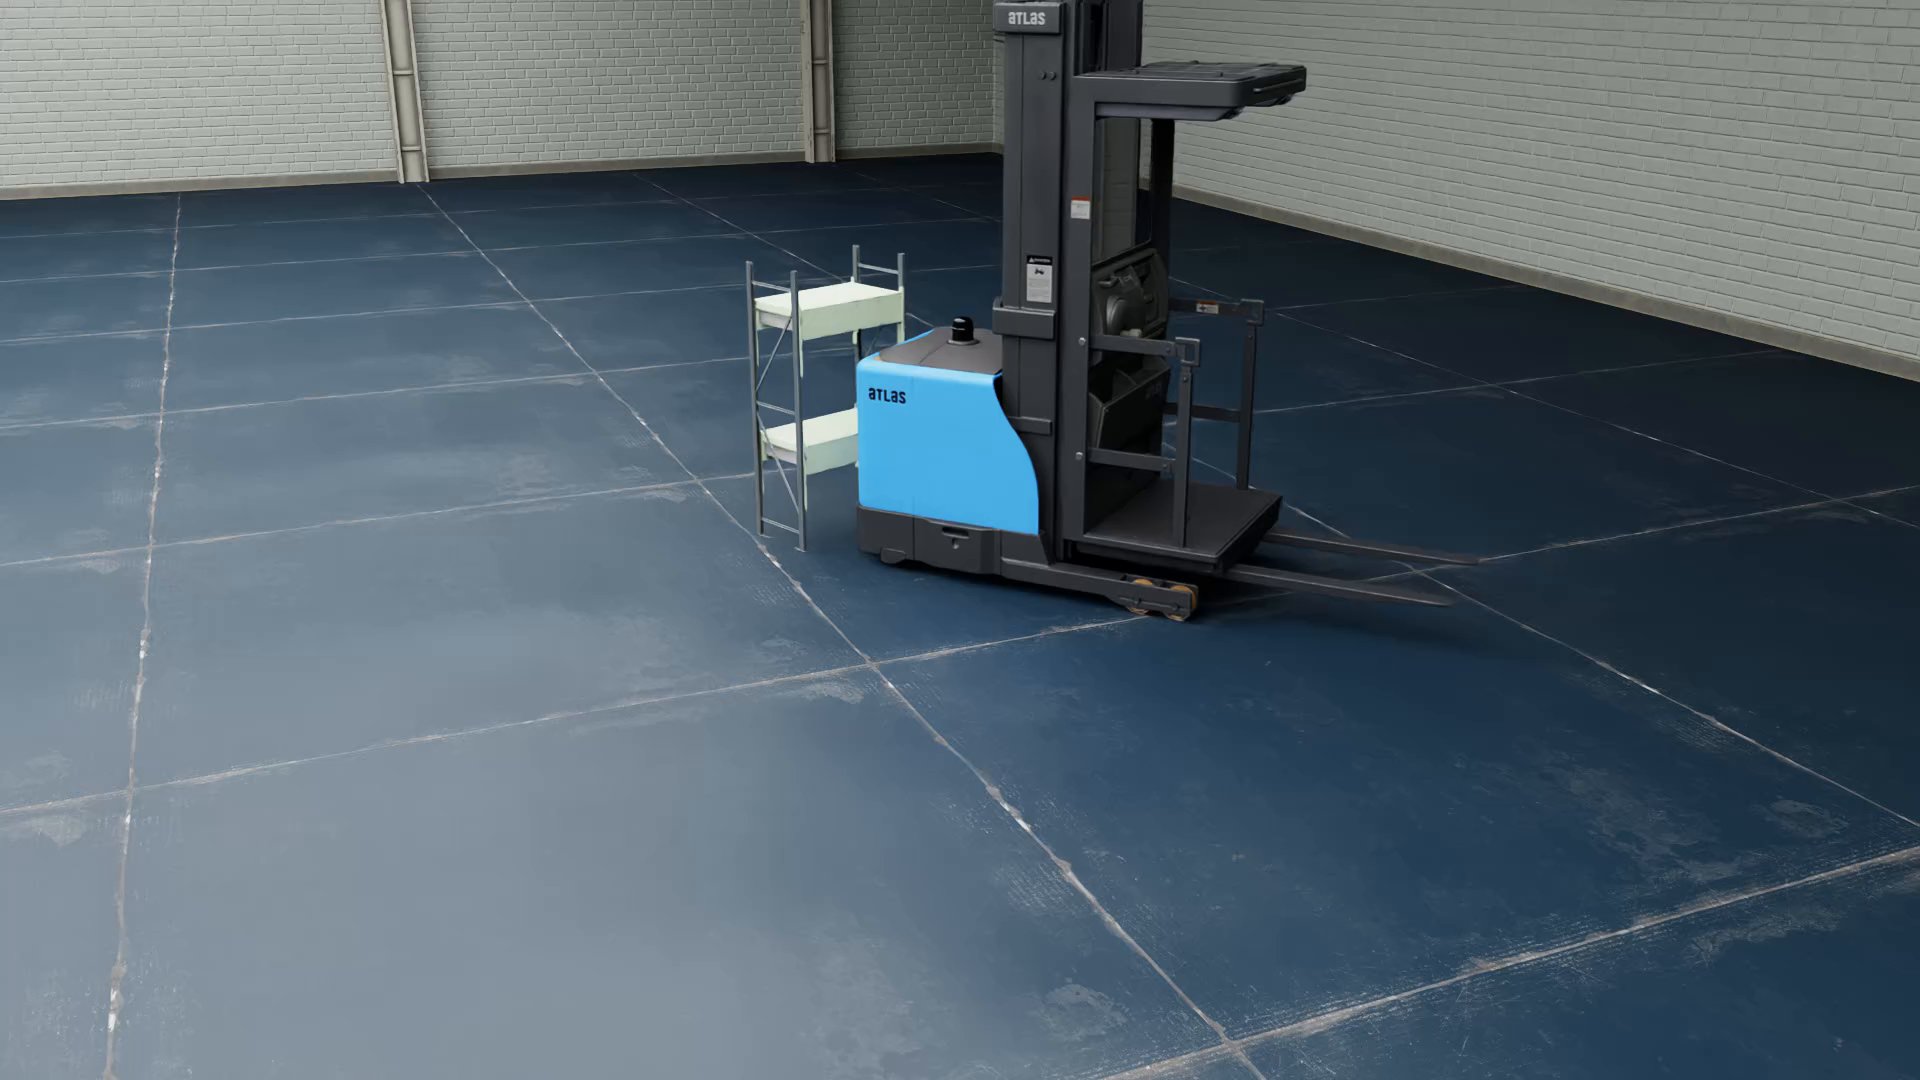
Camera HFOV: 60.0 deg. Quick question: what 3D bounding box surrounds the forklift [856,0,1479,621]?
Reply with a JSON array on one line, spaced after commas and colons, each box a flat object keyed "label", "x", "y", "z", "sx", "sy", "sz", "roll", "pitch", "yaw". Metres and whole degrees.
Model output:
[{"label": "forklift", "x": 1.015, "y": -1.199, "z": 8.013, "sx": 3.031, "sy": 2.935, "sz": 1.130, "roll": 9, "pitch": 21, "yaw": 25}]

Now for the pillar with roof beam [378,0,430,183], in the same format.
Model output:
[{"label": "pillar with roof beam", "x": -5.951, "y": -7.962, "z": 18.086, "sx": 0.400, "sy": 9.000, "sz": 9.100, "roll": -8, "pitch": 21, "yaw": -22}]

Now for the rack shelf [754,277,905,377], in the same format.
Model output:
[{"label": "rack shelf", "x": -0.700, "y": -1.139, "z": 8.824, "sx": 0.720, "sy": 0.370, "sz": 0.431, "roll": -18, "pitch": 26, "yaw": -41}]

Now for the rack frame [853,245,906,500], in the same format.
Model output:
[{"label": "rack frame", "x": -0.439, "y": -0.857, "z": 9.196, "sx": 0.023, "sy": 1.500, "sz": 0.400, "roll": -18, "pitch": 26, "yaw": -41}]

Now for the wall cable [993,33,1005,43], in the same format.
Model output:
[{"label": "wall cable", "x": 1.082, "y": -8.584, "z": 24.528, "sx": 0.112, "sy": 2.526, "sz": 3.097, "roll": -8, "pitch": 21, "yaw": -22}]

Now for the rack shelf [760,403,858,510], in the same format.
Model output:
[{"label": "rack shelf", "x": -0.700, "y": -0.464, "z": 9.062, "sx": 0.720, "sy": 0.370, "sz": 0.431, "roll": -18, "pitch": 26, "yaw": -41}]

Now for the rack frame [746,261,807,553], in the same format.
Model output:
[{"label": "rack frame", "x": -0.960, "y": -0.686, "z": 8.712, "sx": 0.023, "sy": 1.500, "sz": 0.400, "roll": -18, "pitch": 26, "yaw": -41}]

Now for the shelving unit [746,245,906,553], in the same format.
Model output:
[{"label": "shelving unit", "x": -0.700, "y": -0.771, "z": 8.954, "sx": 0.755, "sy": 1.500, "sz": 0.431, "roll": -18, "pitch": 26, "yaw": -41}]

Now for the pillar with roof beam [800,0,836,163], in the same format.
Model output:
[{"label": "pillar with roof beam", "x": -0.442, "y": -8.752, "z": 20.328, "sx": 0.400, "sy": 9.000, "sz": 9.100, "roll": -8, "pitch": 21, "yaw": -22}]
